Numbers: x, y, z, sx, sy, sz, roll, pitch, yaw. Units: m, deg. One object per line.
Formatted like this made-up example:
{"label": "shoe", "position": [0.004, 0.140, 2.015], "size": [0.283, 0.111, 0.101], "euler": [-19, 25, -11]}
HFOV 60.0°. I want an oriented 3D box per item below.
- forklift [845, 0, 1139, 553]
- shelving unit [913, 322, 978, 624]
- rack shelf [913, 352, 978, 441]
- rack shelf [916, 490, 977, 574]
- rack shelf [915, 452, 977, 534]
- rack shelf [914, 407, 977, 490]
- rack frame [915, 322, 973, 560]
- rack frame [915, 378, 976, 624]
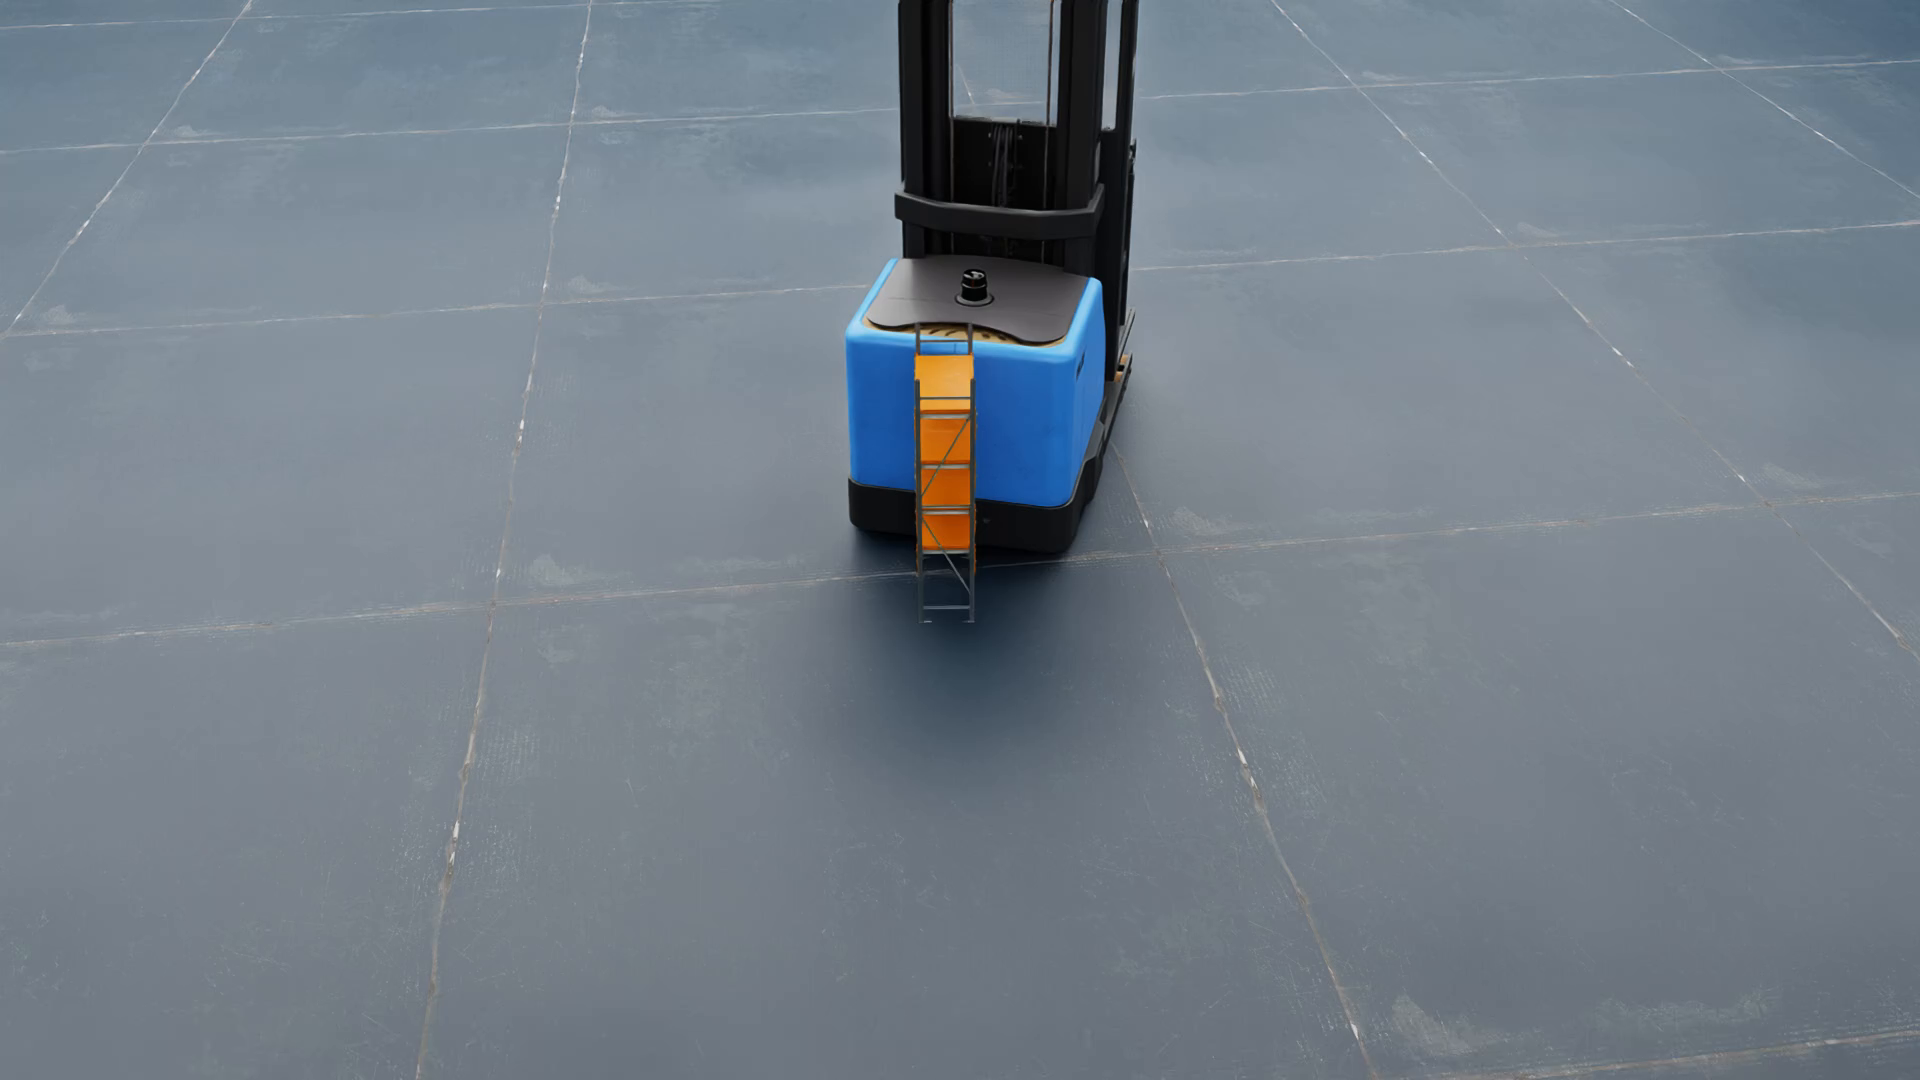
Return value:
{"label": "forklift", "position": [0.313, -1.978, 8.050], "size": [1.130, 2.935, 3.031], "euler": [7, 35, 11]}
{"label": "shelving unit", "position": [-0.063, -0.273, 7.085], "size": [0.258, 1.200, 0.503], "euler": [-1, 34, -1]}
{"label": "rack shelf", "position": [-0.063, -0.598, 6.864], "size": [0.258, 0.148, 0.480], "euler": [-1, 34, -1]}
{"label": "rack shelf", "position": [-0.063, -0.053, 7.235], "size": [0.258, 0.148, 0.480], "euler": [-1, 34, -1]}
{"label": "rack shelf", "position": [-0.063, -0.217, 7.123], "size": [0.258, 0.148, 0.480], "euler": [-1, 34, -1]}
{"label": "rack shelf", "position": [-0.063, -0.402, 6.997], "size": [0.258, 0.148, 0.480], "euler": [-1, 34, -1]}
{"label": "rack frame", "position": [-0.067, -0.410, 7.287], "size": [0.240, 1.200, 0.015], "euler": [-1, 34, -1]}
{"label": "rack frame", "position": [-0.058, -0.136, 6.884], "size": [0.240, 1.200, 0.015], "euler": [-1, 34, -1]}
